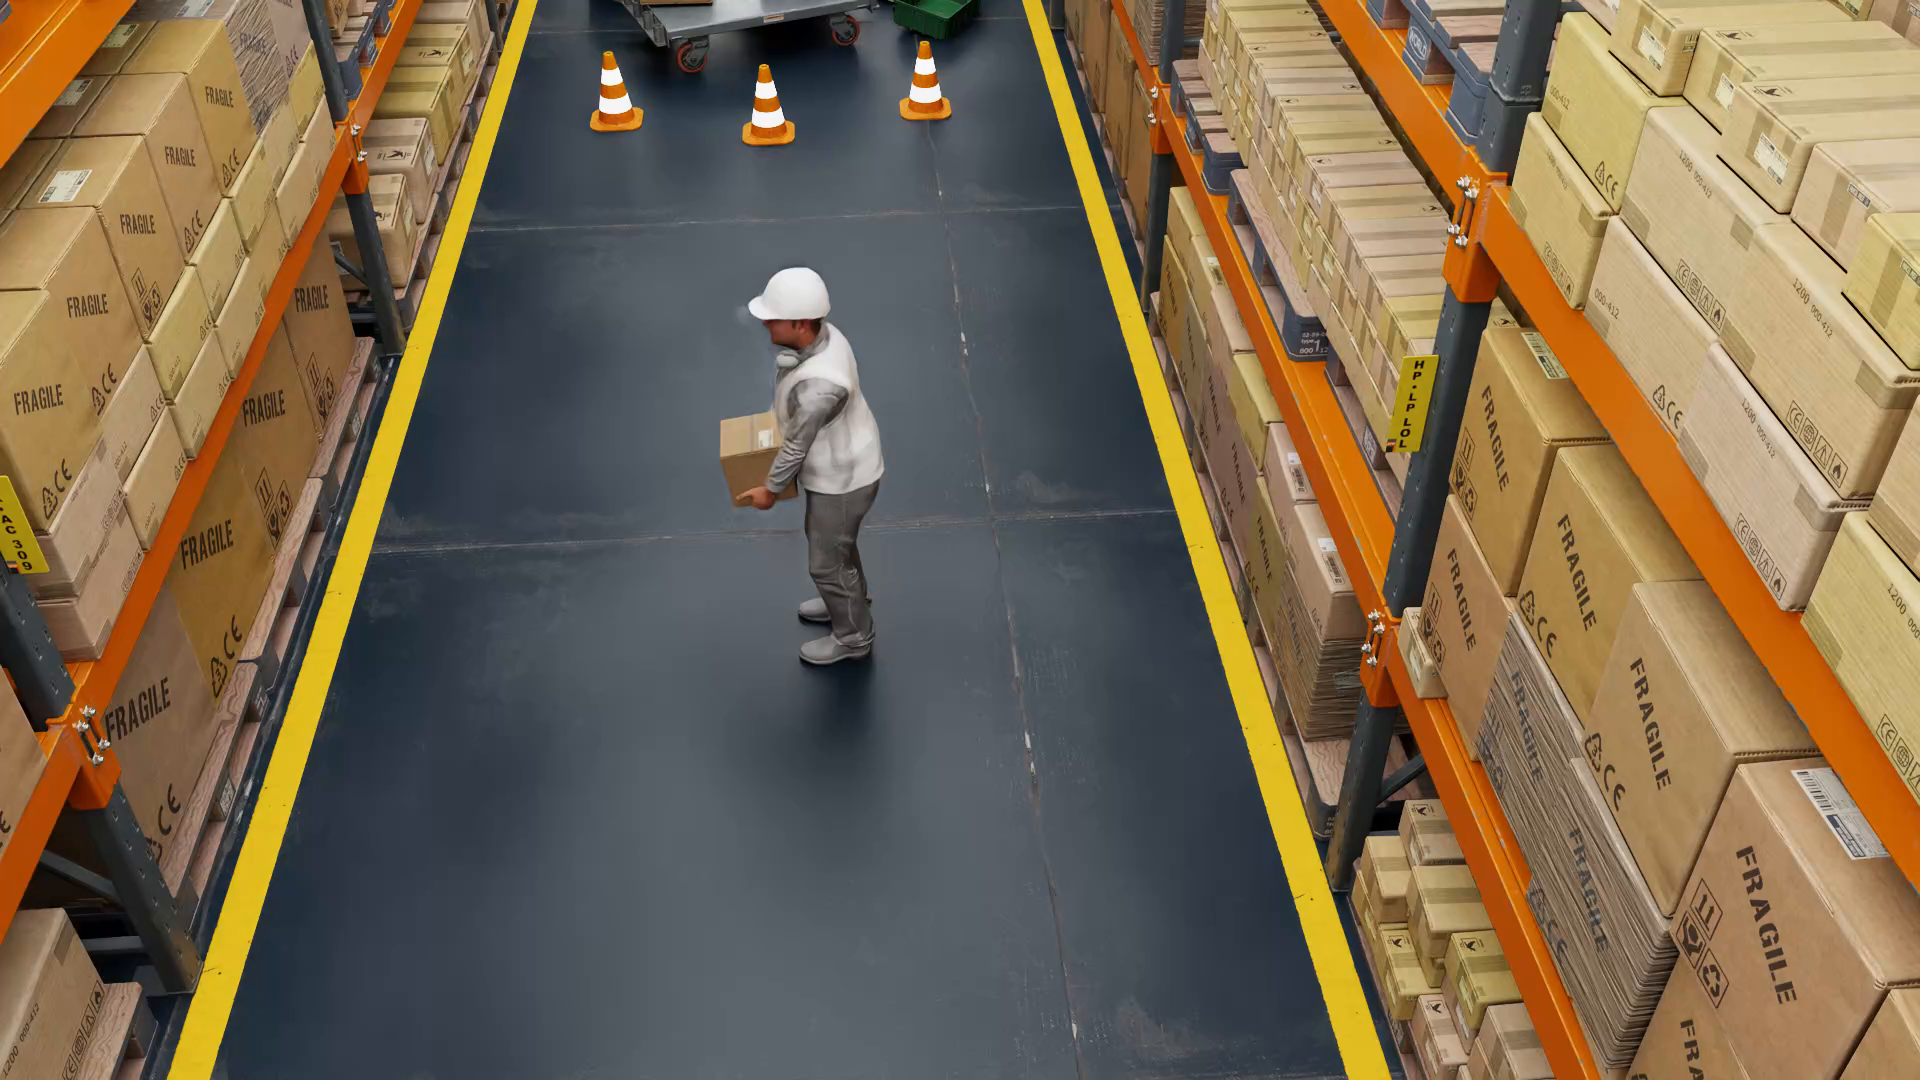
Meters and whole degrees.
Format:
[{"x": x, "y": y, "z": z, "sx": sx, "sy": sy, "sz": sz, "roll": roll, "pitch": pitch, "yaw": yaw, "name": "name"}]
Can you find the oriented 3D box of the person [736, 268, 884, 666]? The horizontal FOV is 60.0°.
[{"x": -0.586, "y": -0.273, "z": 6.483, "sx": 0.575, "sy": 1.765, "sz": 0.488, "roll": -4, "pitch": 39, "yaw": -5, "name": "person"}]
